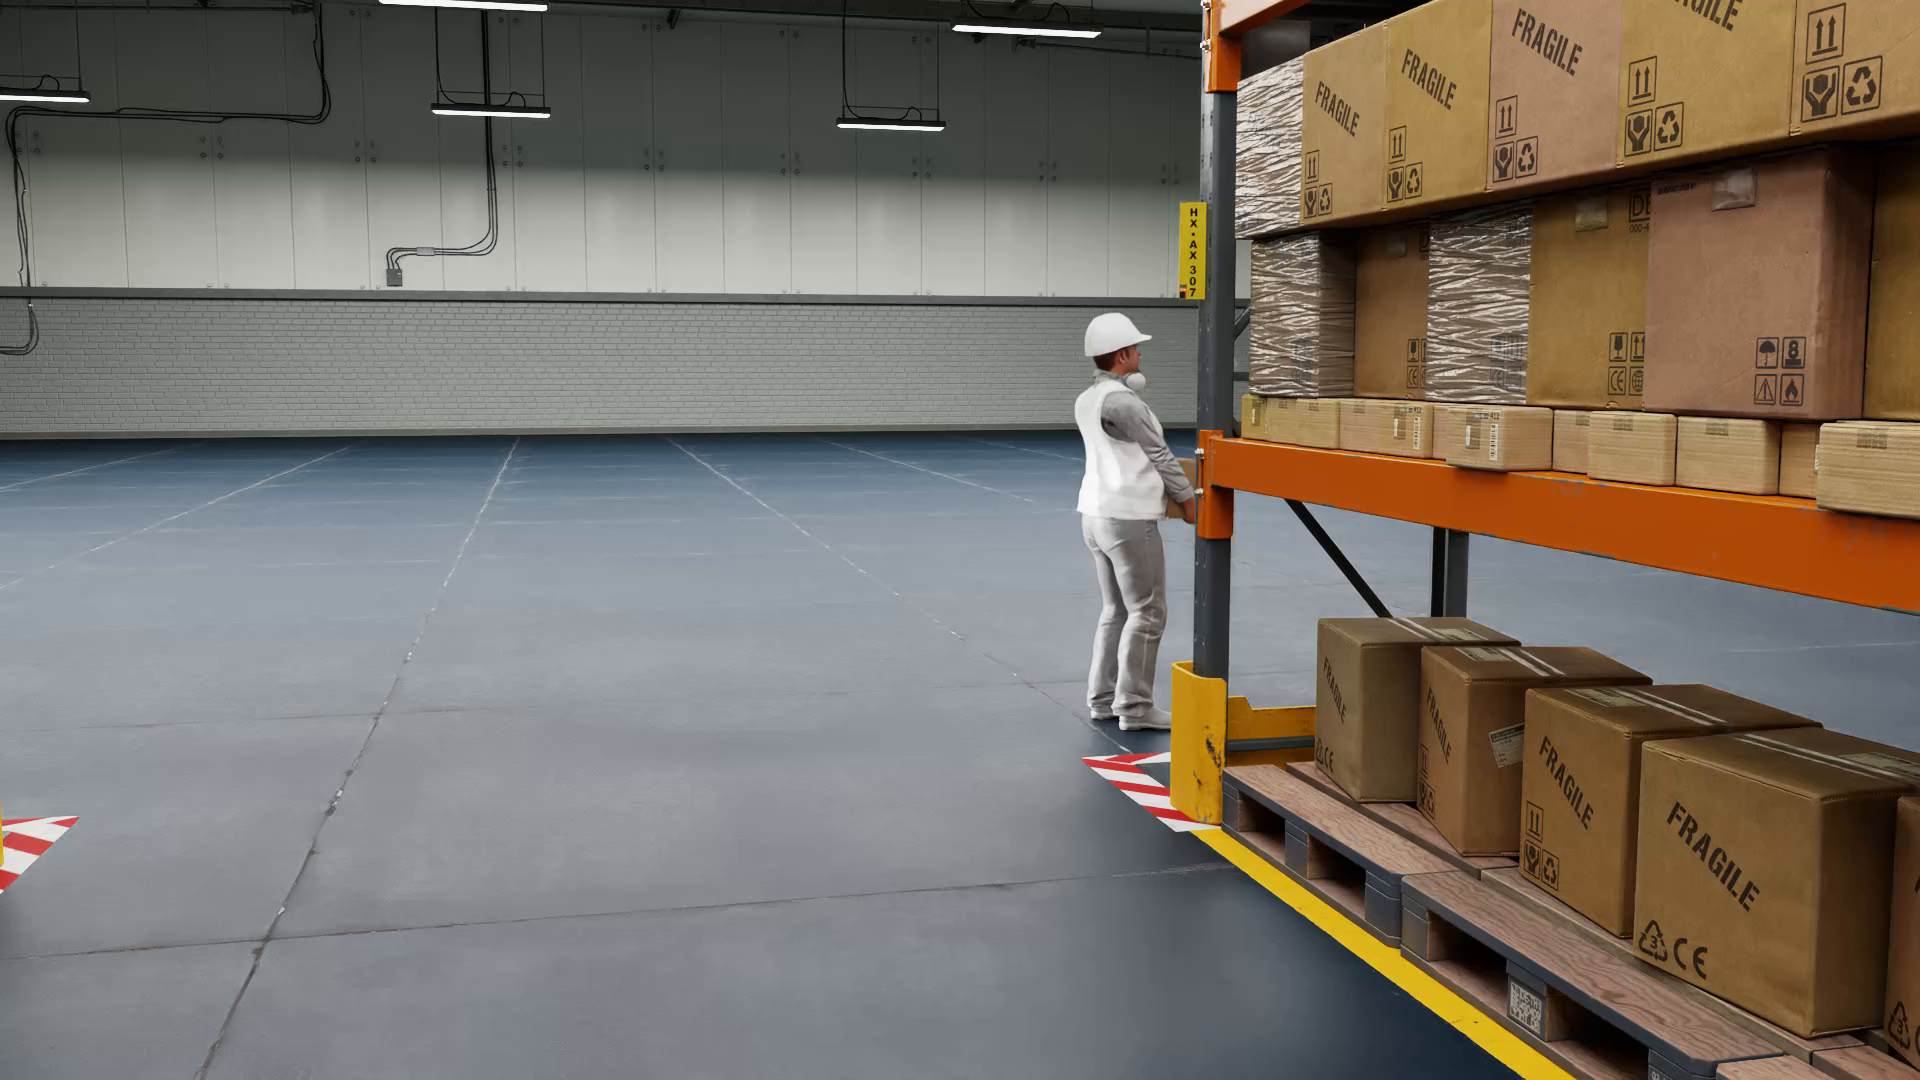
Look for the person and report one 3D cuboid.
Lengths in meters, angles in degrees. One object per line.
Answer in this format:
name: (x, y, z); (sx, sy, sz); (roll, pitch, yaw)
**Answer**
person: (0.789, -0.086, 7.160); (0.546, 1.765, 0.494); (-1, 6, -13)
